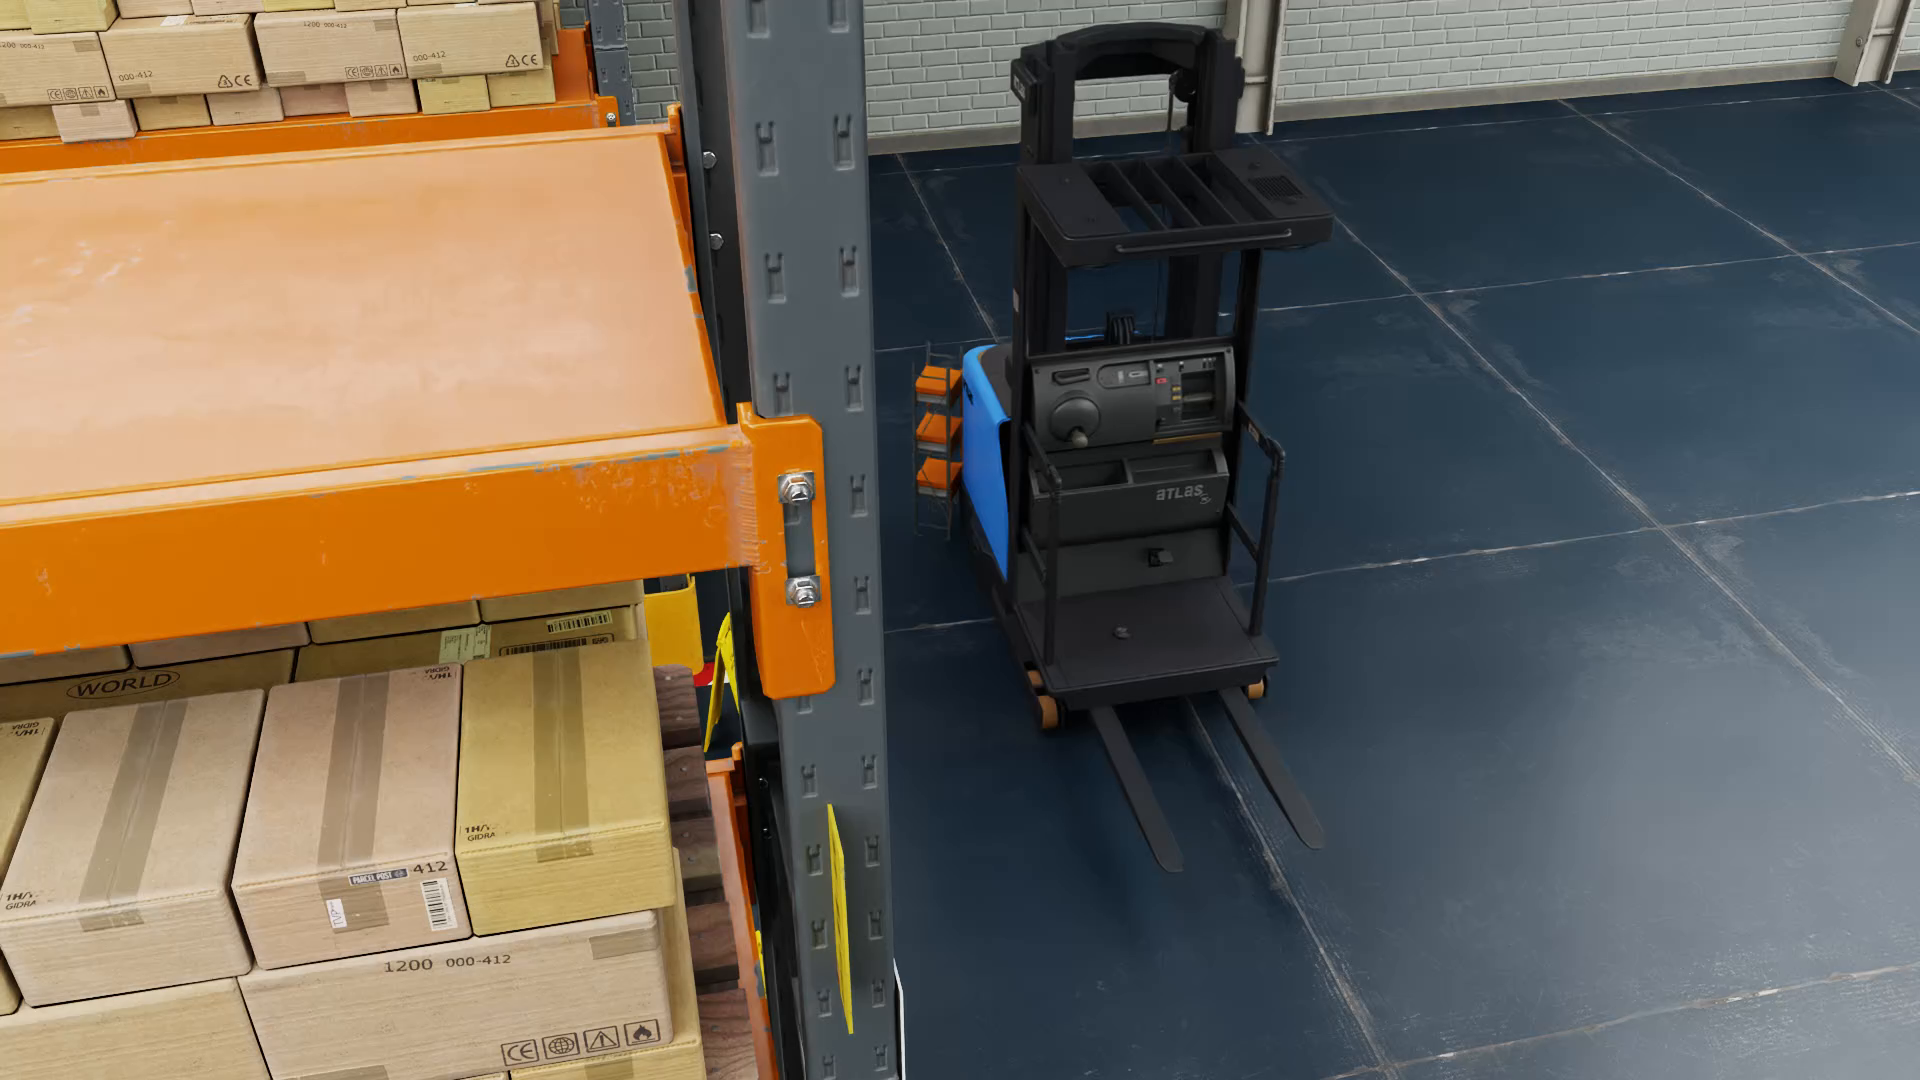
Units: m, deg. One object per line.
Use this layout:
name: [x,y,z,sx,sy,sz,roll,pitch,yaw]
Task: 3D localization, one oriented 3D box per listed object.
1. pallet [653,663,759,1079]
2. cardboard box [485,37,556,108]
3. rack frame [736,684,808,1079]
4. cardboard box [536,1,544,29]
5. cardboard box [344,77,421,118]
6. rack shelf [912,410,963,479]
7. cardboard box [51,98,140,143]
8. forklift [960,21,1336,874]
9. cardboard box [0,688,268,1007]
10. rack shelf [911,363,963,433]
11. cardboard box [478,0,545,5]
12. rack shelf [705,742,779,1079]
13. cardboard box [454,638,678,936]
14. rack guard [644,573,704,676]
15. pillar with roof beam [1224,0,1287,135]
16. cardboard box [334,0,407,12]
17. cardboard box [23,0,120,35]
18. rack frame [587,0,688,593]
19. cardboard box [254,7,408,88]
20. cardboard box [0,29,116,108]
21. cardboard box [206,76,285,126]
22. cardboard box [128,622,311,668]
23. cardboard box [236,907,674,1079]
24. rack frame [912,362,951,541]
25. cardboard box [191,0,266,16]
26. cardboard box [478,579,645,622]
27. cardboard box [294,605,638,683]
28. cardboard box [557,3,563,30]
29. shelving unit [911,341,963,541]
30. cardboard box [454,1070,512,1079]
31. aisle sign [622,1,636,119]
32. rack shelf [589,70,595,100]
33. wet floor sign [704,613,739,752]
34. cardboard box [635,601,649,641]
pallet: [-0.981,0.661,2.684,1.213,0.211,1.003,-7,35,-11]
cardboard box: [-1.737,-1.850,6.572,0.250,0.149,0.380,-7,34,-10]
rack frame: [-0.260,1.773,3.639,0.127,3.000,1.000,-7,35,-11]
cardboard box: [-2.000,-2.295,6.877,0.500,0.250,0.500,-8,35,-11]
cardboard box: [-2.239,-1.788,6.479,0.250,0.149,0.380,-6,34,-9]
rack shelf: [-0.114,-0.507,8.805,0.215,0.259,0.240,9,35,14]
cardboard box: [-3.225,-1.637,6.255,0.250,0.149,0.380,-8,35,-11]
forklift: [0.822,-0.573,7.196,1.130,2.935,3.031,-7,35,-11]
cardboard box: [-1.008,0.372,2.078,0.250,0.149,0.380,-7,34,-10]
rack shelf: [-0.114,-0.742,8.647,0.215,0.259,0.240,9,35,14]
cardboard box: [-1.715,-2.175,6.341,0.250,0.149,0.380,-7,34,-10]
rack shelf: [-2.211,1.072,2.638,4.000,0.370,1.077,-7,35,-11]
cardboard box: [-0.514,0.310,2.170,0.250,0.149,0.380,-7,34,-10]
rack guard: [-1.525,0.142,8.313,0.348,0.500,1.175,-7,35,-11]
pillar with roof beam: [3.375,-4.896,8.193,0.400,9.000,9.100,-7,35,-11]
cardboard box: [-2.220,-2.123,6.263,0.250,0.149,0.380,-8,35,-11]
cardboard box: [-3.204,-1.969,6.033,0.250,0.149,0.380,-6,34,-9]
rack frame: [-1.451,-0.905,7.630,0.127,3.000,1.000,-7,35,-11]
cardboard box: [-2.384,-1.949,6.361,0.500,0.250,0.500,-8,35,-11]
cardboard box: [-3.378,-1.812,6.157,0.500,0.250,0.500,-7,34,-10]
cardboard box: [-2.733,-1.737,6.402,0.250,0.149,0.380,-7,35,-11]
cardboard box: [-1.150,0.014,2.611,0.250,0.149,0.380,-8,35,-11]
cardboard box: [-0.676,0.462,2.302,0.500,0.250,0.500,-7,34,-10]
rack frame: [-0.148,-0.450,8.702,0.200,1.050,0.008,9,35,14]
cardboard box: [-2.719,-2.094,6.219,0.250,0.149,0.380,-7,35,-11]
cardboard box: [-0.656,-0.047,2.703,0.250,0.149,0.380,-7,34,-10]
cardboard box: [-0.787,0.170,2.737,0.500,0.250,0.500,-7,35,-11]
cardboard box: [-3.094,-3.734,11.756,0.500,0.500,0.500,-6,34,-9]
shelving unit: [-0.114,-0.516,8.799,0.215,1.050,0.252,9,35,14]
cardboard box: [-0.756,0.671,2.348,0.250,0.149,0.380,-7,34,-10]
aisle sign: [-1.326,-1.835,6.682,0.004,0.787,0.394,-7,35,-11]
rack shelf: [-4.500,-3.058,11.483,4.000,0.370,1.077,-7,35,-11]
wet floor sign: [-1.029,0.631,7.454,0.232,0.644,0.267,4,34,6]
cardboard box: [-0.665,0.284,2.926,0.250,0.149,0.380,-7,34,-10]
